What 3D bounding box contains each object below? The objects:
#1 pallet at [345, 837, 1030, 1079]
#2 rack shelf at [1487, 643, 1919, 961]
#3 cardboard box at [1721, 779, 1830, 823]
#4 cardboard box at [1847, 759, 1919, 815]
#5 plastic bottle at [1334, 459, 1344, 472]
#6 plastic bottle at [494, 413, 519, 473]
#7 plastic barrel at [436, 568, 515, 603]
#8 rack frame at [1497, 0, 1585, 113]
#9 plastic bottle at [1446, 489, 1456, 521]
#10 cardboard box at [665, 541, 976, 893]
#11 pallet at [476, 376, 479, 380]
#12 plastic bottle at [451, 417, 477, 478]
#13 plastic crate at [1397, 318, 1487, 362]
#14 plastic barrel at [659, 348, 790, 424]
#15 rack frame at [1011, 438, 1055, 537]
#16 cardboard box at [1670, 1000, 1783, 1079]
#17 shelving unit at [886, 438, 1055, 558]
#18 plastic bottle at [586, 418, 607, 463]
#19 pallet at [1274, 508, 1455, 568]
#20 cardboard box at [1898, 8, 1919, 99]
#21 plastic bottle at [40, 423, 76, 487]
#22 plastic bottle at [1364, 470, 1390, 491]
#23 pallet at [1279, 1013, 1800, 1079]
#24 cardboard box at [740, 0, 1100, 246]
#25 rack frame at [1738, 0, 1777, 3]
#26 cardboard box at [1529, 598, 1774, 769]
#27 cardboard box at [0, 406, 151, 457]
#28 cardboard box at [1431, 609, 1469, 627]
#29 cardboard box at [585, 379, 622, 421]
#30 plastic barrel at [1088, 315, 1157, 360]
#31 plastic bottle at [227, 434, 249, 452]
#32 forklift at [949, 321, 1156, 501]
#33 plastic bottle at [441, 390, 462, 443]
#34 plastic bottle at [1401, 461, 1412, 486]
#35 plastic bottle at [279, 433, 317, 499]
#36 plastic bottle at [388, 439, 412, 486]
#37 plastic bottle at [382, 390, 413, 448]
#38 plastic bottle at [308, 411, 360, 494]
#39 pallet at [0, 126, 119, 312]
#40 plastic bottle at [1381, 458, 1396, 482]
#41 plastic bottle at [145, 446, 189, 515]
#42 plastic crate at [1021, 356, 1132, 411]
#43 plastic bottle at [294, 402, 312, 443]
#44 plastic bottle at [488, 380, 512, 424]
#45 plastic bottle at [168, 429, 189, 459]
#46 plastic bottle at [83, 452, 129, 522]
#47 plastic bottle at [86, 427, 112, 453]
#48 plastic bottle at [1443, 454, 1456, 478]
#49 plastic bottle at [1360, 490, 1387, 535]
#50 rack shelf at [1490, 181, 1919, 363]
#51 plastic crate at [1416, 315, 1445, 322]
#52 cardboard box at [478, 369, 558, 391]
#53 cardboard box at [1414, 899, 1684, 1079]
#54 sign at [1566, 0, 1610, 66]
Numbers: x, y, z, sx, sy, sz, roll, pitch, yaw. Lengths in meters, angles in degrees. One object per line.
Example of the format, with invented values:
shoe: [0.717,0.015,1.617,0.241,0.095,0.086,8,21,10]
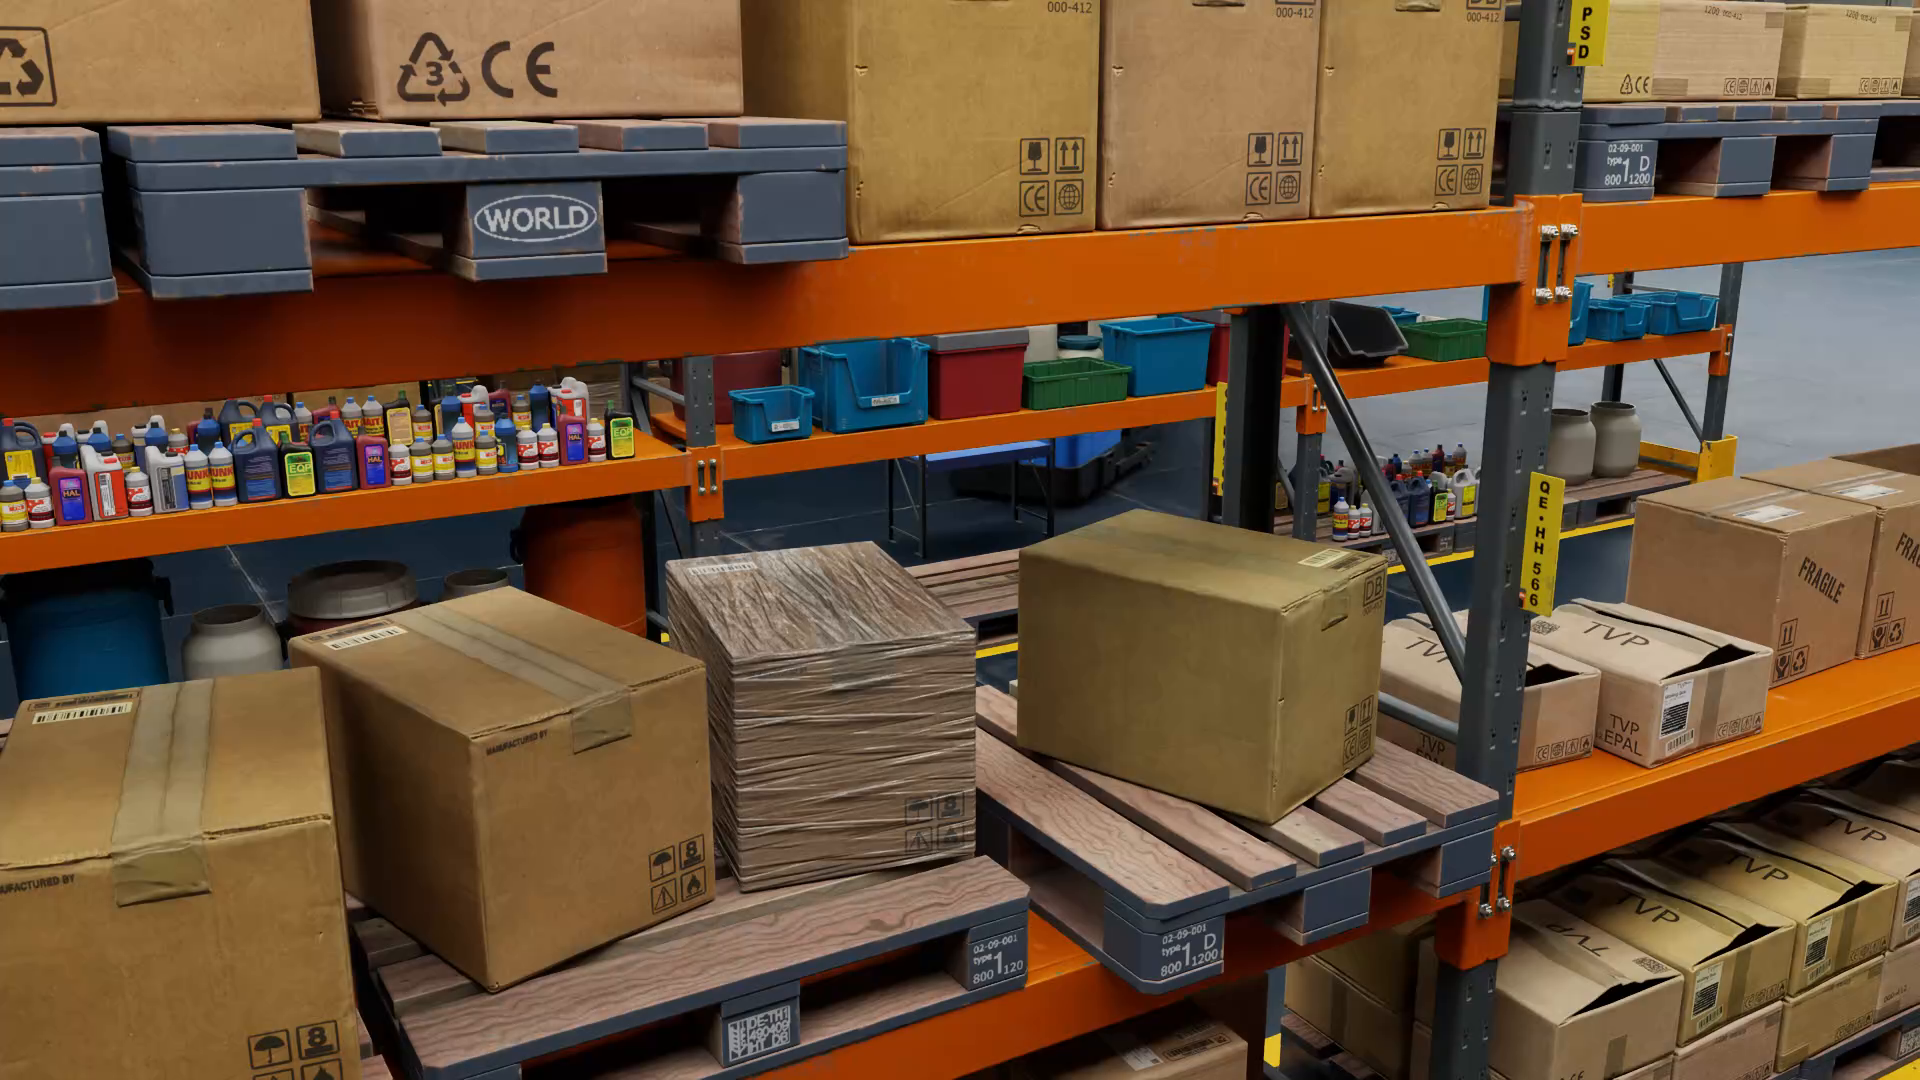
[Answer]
pallet: [-0.621,0.770,3.463,1.213,0.211,1.003,-9,18,-30]
rack shelf: [2.758,0.474,5.494,4.000,0.370,1.077,-9,18,-30]
cardboard box: [2.673,0.915,5.864,0.500,0.311,0.500,-9,18,-28]
cardboard box: [3.401,0.967,5.681,0.500,0.311,0.500,-9,18,-30]
plastic bottle: [2.611,-0.416,11.554,0.133,0.283,0.061,-8,17,-26]
plastic bottle: [-2.104,-0.453,7.707,0.097,0.271,0.097,0,16,0]
plastic barrel: [-2.353,0.426,8.164,0.421,0.512,0.421,0,16,0]
rack frame: [1.044,-2.483,3.595,0.127,3.000,1.000,-9,18,-30]
plastic bottle: [3.247,-0.238,11.069,0.097,0.201,0.097,0,16,0]
cardboard box: [-0.320,0.352,3.633,0.500,0.500,0.700,-6,17,-19]
pallet: [-4.763,-1.966,18.033,1.213,0.211,1.003,-9,18,-30]
plastic bottle: [-2.271,-0.426,7.610,0.097,0.271,0.097,0,16,0]
plastic crate: [3.234,-1.318,10.947,0.662,0.188,0.450,-9,18,-30]
plastic barrel: [-1.262,-0.941,8.957,0.708,0.536,0.600,-9,18,-30]
rack frame: [0.509,-0.805,11.502,0.032,1.500,0.500,-9,18,-30]
cardboard box: [2.074,1.453,4.987,0.500,0.250,0.500,-10,18,-31]
shelving unit: [0.073,-0.734,11.250,1.048,1.500,0.538,-9,18,-30]
plastic bottle: [-1.739,-0.478,7.927,0.097,0.201,0.097,0,16,0]
pallet: [2.522,-0.038,11.154,1.213,0.211,1.003,-9,18,-30]
cardboard box: [2.802,-1.473,5.050,0.500,0.250,0.500,-11,19,-34]
plastic bottle: [-4.016,-0.375,7.422,0.135,0.276,0.152,-9,18,-30]
plastic bottle: [2.756,-0.283,10.954,0.185,0.351,0.144,-9,18,-30]
pallet: [1.770,1.643,5.157,1.213,0.211,1.003,-9,18,-30]
cardboard box: [-0.196,-0.875,3.232,0.500,0.500,0.910,-9,18,-30]
rack frame: [5.354,-4.741,11.652,0.127,3.000,1.000,-9,18,-30]
cardboard box: [1.910,0.369,4.701,0.500,0.311,0.500,-9,18,-30]
cardboard box: [-6.180,-0.728,11.607,0.875,0.875,1.225,-10,18,-32]
cardboard box: [1.672,0.338,5.113,0.250,0.149,0.380,-9,18,-30]
cardboard box: [-3.022,-1.073,13.496,0.500,0.500,0.700,-11,19,-34]
plastic barrel: [0.992,-1.280,10.167,0.433,0.535,0.433,0,16,0]
plastic bottle: [-3.141,-0.330,7.269,0.097,0.271,0.097,0,16,0]
forklift: [0.976,-2.054,13.308,1.130,2.935,3.031,7,17,23]
plastic bottle: [-2.520,-0.605,8.250,0.097,0.271,0.097,0,16,0]
plastic bottle: [3.174,-0.462,11.870,0.097,0.201,0.097,0,16,0]
plastic bottle: [-2.884,-0.327,7.234,0.133,0.283,0.061,-9,18,-30]
plastic bottle: [-2.521,-0.352,7.475,0.097,0.201,0.097,0,16,0]
plastic bottle: [-2.774,-0.595,8.190,0.133,0.283,0.061,-9,18,-30]
plastic bottle: [-2.769,-0.391,7.338,0.185,0.351,0.144,-9,18,-30]
pallet: [-1.790,-0.466,2.307,1.003,0.211,1.213,-9,18,-30]
plastic bottle: [2.966,-0.426,11.588,0.133,0.283,0.061,-9,18,-30]
plastic bottle: [-3.347,-0.262,7.018,0.135,0.276,0.152,-9,18,-30]
plastic crate: [0.577,-0.887,9.411,0.662,0.188,0.450,-9,18,-30]
plastic bottle: [-3.145,-0.523,7.957,0.097,0.271,0.097,0,16,0]
plastic bottle: [-2.347,-0.664,8.438,0.133,0.283,0.061,-9,18,-30]
plastic bottle: [-3.616,-0.413,7.694,0.097,0.201,0.097,0,16,0]
plastic bottle: [-3.546,-0.230,6.903,0.135,0.276,0.152,-9,18,-30]
plastic bottle: [-3.820,-0.366,7.395,0.097,0.271,0.097,0,16,0]
plastic bottle: [3.550,-0.523,12.087,0.097,0.201,0.097,0,16,0]
plastic bottle: [2.687,-0.191,10.766,0.135,0.276,0.152,-8,18,-28]
rack shelf: [2.758,-0.970,5.089,4.000,0.370,1.077,-9,18,-30]
plastic crate: [3.186,-1.454,11.529,0.437,0.136,0.530,-9,18,-30]
cardboard box: [-3.496,-1.356,13.117,0.500,0.250,0.500,-8,18,-27]
cardboard box: [1.644,1.253,4.661,0.500,0.311,0.500,-9,18,-28]
sign: [1.321,-1.162,3.481,0.005,0.325,0.100,-9,18,-30]
